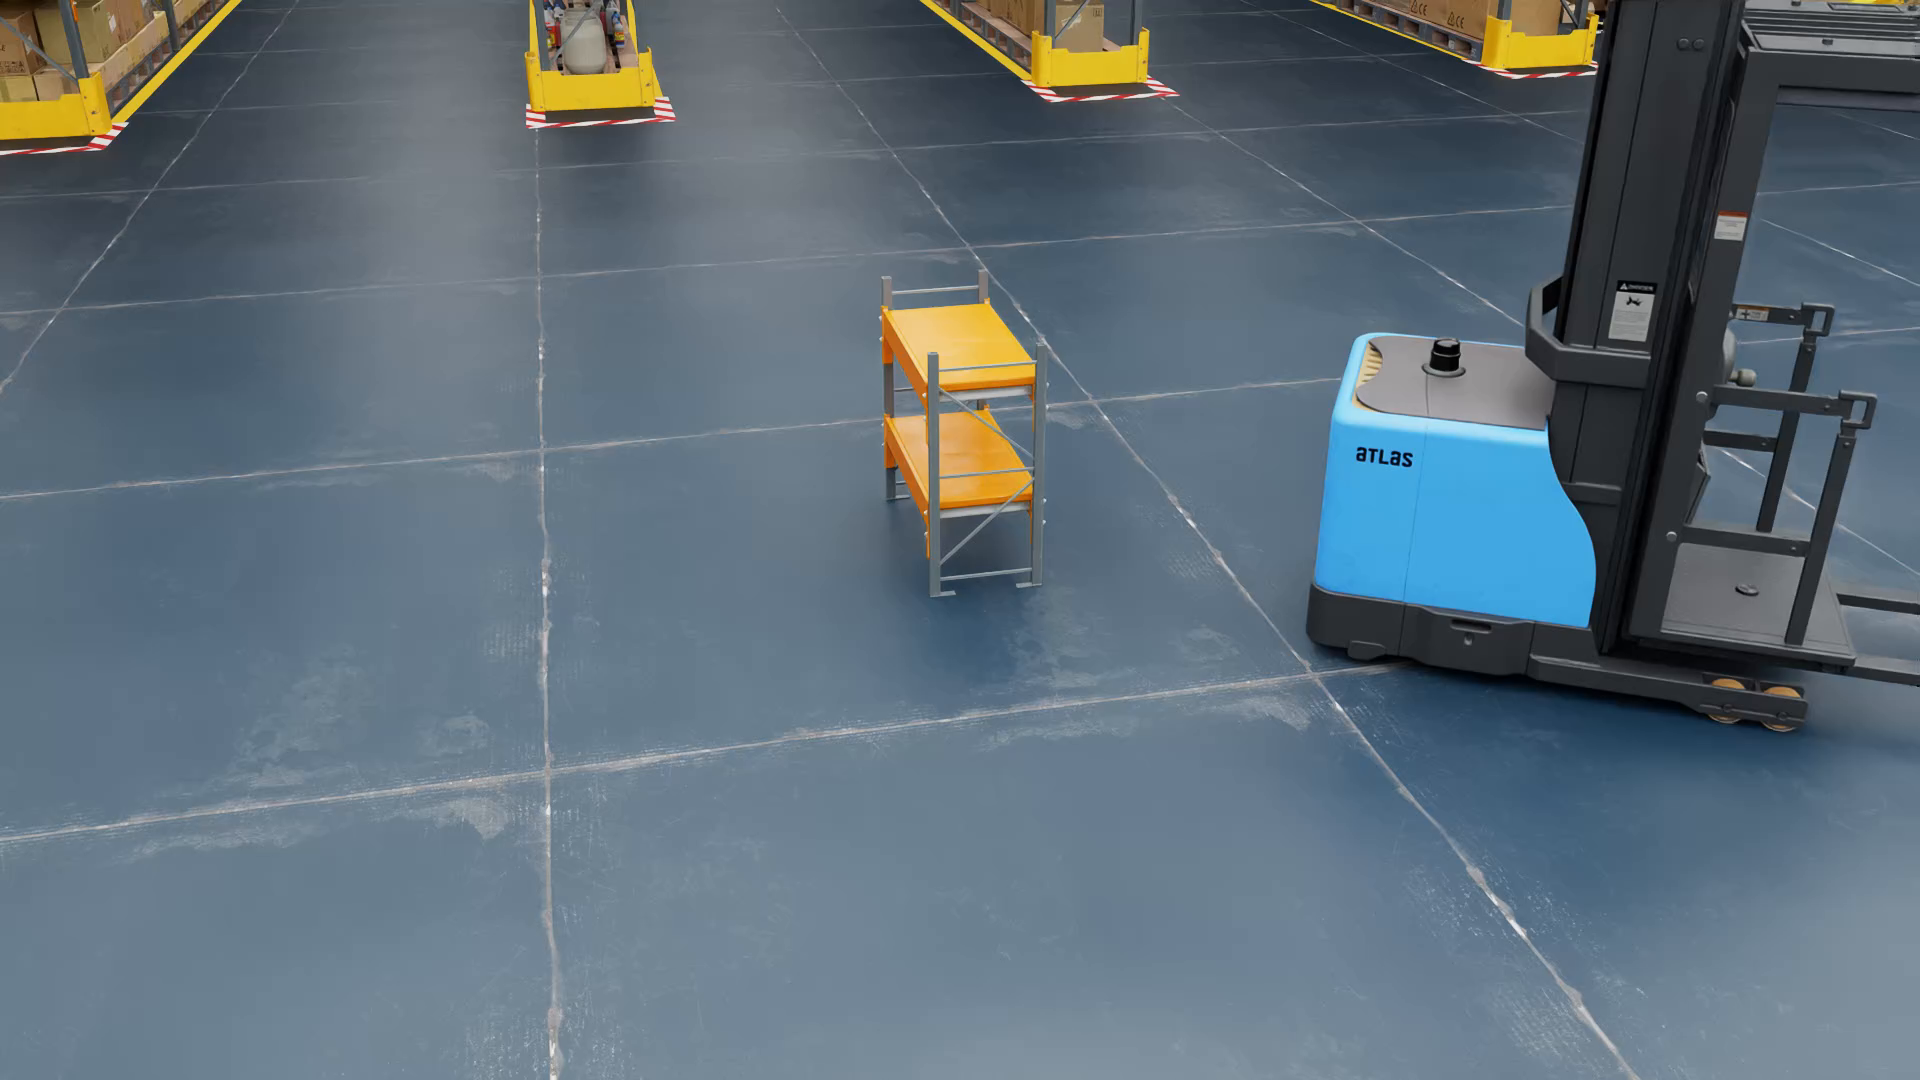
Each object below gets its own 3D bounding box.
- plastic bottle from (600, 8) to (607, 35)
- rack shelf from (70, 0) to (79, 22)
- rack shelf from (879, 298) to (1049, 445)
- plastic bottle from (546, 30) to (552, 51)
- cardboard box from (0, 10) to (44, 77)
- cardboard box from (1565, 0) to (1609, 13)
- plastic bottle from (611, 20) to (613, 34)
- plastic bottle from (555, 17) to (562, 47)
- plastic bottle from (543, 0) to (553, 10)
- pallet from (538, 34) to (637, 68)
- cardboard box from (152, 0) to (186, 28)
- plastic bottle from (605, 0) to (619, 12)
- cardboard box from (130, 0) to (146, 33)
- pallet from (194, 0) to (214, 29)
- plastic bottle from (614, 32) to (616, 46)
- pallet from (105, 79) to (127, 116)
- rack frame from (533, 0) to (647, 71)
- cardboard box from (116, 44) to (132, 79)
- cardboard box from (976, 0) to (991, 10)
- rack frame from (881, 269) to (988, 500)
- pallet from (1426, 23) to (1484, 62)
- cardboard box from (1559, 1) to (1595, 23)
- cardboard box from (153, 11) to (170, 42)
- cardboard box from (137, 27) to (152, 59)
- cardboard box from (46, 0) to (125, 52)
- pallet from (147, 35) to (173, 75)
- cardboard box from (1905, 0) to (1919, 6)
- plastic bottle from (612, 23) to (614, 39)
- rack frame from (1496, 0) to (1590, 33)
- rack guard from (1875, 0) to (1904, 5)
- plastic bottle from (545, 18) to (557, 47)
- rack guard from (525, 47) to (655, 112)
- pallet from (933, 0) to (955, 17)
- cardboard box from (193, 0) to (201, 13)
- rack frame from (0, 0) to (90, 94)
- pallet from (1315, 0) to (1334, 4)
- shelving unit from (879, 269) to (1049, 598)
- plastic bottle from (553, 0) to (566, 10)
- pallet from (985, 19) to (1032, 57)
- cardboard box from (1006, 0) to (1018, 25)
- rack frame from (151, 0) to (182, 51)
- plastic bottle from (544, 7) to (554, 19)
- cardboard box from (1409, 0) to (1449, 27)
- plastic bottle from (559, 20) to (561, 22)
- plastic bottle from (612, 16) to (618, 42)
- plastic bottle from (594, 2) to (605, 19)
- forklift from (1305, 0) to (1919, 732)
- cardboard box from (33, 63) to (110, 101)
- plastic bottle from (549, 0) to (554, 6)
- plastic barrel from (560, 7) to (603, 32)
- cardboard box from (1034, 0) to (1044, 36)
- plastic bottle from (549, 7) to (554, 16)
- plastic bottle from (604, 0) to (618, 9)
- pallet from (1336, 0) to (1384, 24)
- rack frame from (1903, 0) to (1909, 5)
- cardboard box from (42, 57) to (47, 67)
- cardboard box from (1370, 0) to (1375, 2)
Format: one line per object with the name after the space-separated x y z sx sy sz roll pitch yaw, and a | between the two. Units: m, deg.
-3.913 -5.693 18.227 0.061 0.283 0.133 -6 27 -12 | plastic bottle
-8.760 -5.572 16.258 1.077 0.370 4.000 -6 27 -12 | rack shelf
-0.002 -0.766 7.371 0.538 0.278 1.000 -6 27 -12 | rack shelf
-4.323 -5.225 17.390 0.097 0.201 0.097 0 27 0 | plastic bottle
-8.720 -4.515 15.119 0.500 0.500 0.500 -6 27 -12 | cardboard box
7.917 -6.895 20.702 0.797 0.637 0.503 -6 27 -12 | cardboard box
-3.756 -5.619 18.171 0.097 0.201 0.097 0 27 0 | plastic bottle
-4.250 -5.386 17.618 0.061 0.283 0.133 -6 27 -12 | plastic bottle
-4.564 -5.807 18.377 0.144 0.351 0.185 -7 28 -14 | plastic bottle
-3.995 -5.191 17.801 1.003 0.211 1.213 -6 27 -12 | pallet
-9.060 -5.933 18.761 0.500 0.250 0.500 -7 28 -13 | cardboard box
-3.842 -5.806 18.376 0.144 0.351 0.185 -6 27 -12 | plastic bottle
-8.675 -5.444 16.961 0.500 0.500 0.500 -6 27 -12 | cardboard box
-9.693 -6.382 20.160 1.003 0.211 1.213 -6 27 -12 | pallet
-3.611 -5.336 17.611 0.097 0.201 0.097 0 27 0 | plastic bottle
-8.522 -4.101 15.641 1.003 0.211 1.213 -6 27 -12 | pallet
-3.482 -5.516 15.350 1.000 3.000 0.127 -6 27 -12 | rack frame
-8.442 -4.671 16.261 0.500 0.250 0.500 -6 27 -12 | cardboard box
0.493 -6.667 19.938 0.500 0.500 0.500 -7 28 -13 | cardboard box
-0.116 -0.728 7.945 0.500 1.125 0.032 -6 27 -12 | rack frame
5.942 -5.576 18.564 1.003 0.211 1.213 -6 27 -12 | pallet
7.479 -6.446 20.227 0.396 0.266 0.258 -1 27 -3 | cardboard box
-8.893 -5.549 18.001 0.500 0.250 0.500 -6 27 -12 | cardboard box
-8.663 -5.111 17.132 0.500 0.250 0.500 -6 27 -12 | cardboard box
-8.453 -5.005 16.090 0.500 0.500 0.500 -6 27 -12 | cardboard box
-9.072 -5.172 17.763 1.003 0.211 1.213 -6 27 -12 | pallet
11.086 -6.367 19.622 0.500 0.250 0.500 -6 27 -12 | cardboard box
-3.710 -5.529 17.992 0.097 0.201 0.097 0 27 0 | plastic bottle
6.198 -6.478 17.256 1.000 3.000 0.127 -6 27 -12 | rack frame
10.981 -5.943 18.969 1.175 0.500 0.348 -6 27 -12 | rack guard
-4.354 -5.372 17.598 0.152 0.276 0.135 -6 27 -11 | plastic bottle
-3.545 -4.429 15.969 1.175 0.500 0.348 -6 27 -12 | rack guard
0.265 -6.872 21.130 1.003 0.211 1.213 -6 27 -12 | pallet
-9.293 -6.385 19.656 0.500 0.250 0.500 -7 28 -13 | cardboard box
-8.309 -5.015 14.356 1.000 3.000 0.127 -6 27 -12 | rack frame
5.050 -7.320 22.019 1.003 0.211 1.213 -6 27 -12 | pallet
-0.002 -0.505 7.502 0.538 1.125 1.048 -6 27 -12 | shelving unit
-4.466 -5.904 18.570 0.144 0.351 0.185 -6 27 -12 | plastic bottle
0.906 -5.702 18.813 1.003 0.211 1.213 -6 27 -12 | pallet
0.846 -6.152 18.917 0.500 0.500 0.500 -8 28 -16 | cardboard box
-9.211 -6.771 17.835 1.000 3.000 0.127 -6 27 -12 | rack frame
-4.426 -5.538 17.845 0.144 0.351 0.185 -5 27 -9 | plastic bottle
5.781 -6.394 18.982 0.875 0.875 0.875 -6 27 -12 | cardboard box
-4.318 -5.503 17.941 0.097 0.201 0.097 0 27 0 | plastic bottle
-3.665 -5.472 17.803 0.097 0.271 0.097 0 27 0 | plastic bottle
-4.053 -5.889 18.622 0.152 0.276 0.135 -6 27 -12 | plastic bottle
2.996 -0.851 6.183 3.031 2.935 1.130 8 28 16 | forklift
-8.213 -4.233 15.392 0.500 0.250 0.500 -6 27 -12 | cardboard box
-4.640 -5.929 18.702 0.152 0.276 0.135 -5 27 -10 | plastic bottle
-3.818 -5.094 16.809 0.421 0.512 0.421 0 27 0 | plastic barrel
1.051 -5.625 17.874 0.500 0.500 0.500 1 27 2 | cardboard box
-4.494 -5.710 18.274 0.097 0.271 0.097 0 27 0 | plastic bottle
-3.915 -5.948 18.657 0.144 0.351 0.185 -7 28 -14 | plastic bottle
5.392 -6.648 20.686 1.003 0.211 1.213 -6 27 -12 | pallet
10.998 -7.025 18.340 1.000 3.000 0.127 -6 27 -12 | rack frame
-8.842 -4.398 15.721 0.500 0.250 0.500 -6 27 -12 | cardboard box
5.370 -7.190 20.558 0.875 0.875 0.875 -6 27 -11 | cardboard box
